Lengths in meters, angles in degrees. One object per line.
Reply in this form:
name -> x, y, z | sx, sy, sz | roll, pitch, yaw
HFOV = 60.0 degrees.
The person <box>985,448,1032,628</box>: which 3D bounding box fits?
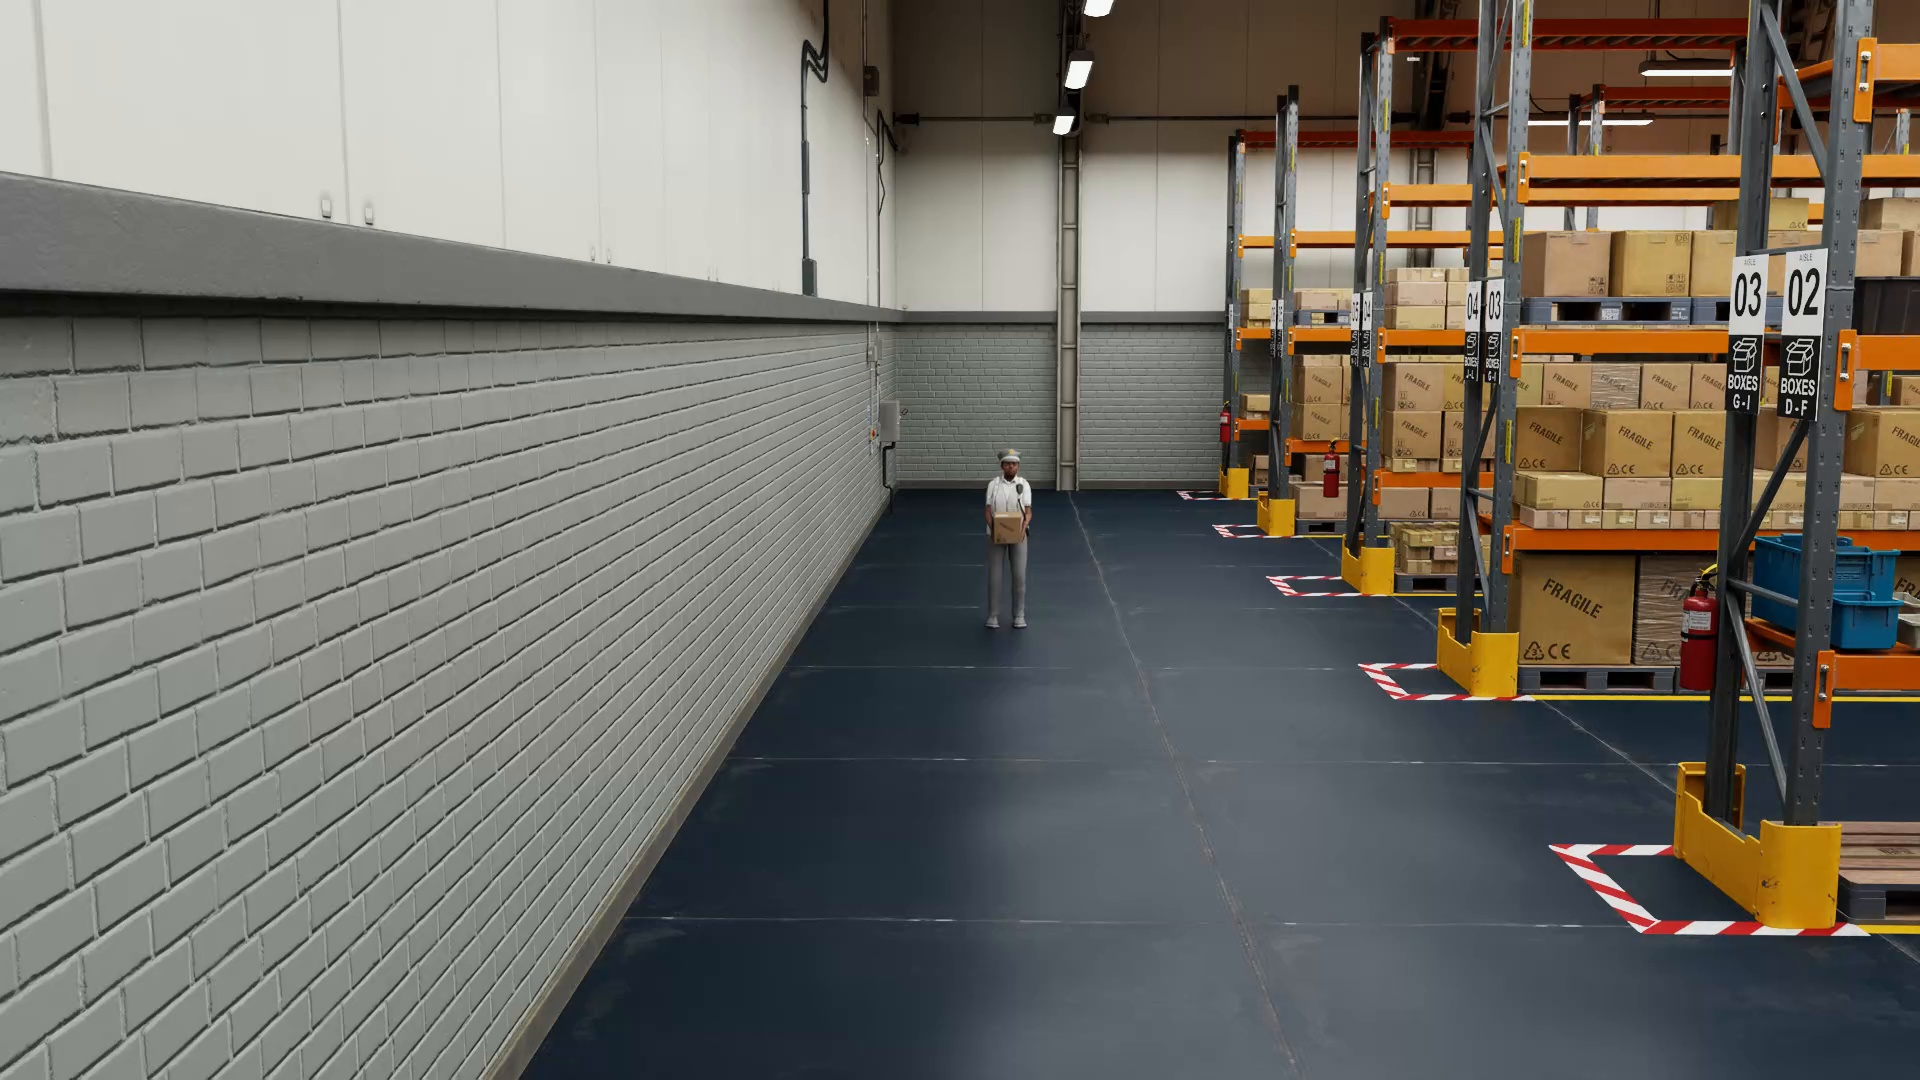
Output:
person -> 0.459, -0.016, 15.757 | 0.455, 1.697, 0.530 | 0, 7, 1
